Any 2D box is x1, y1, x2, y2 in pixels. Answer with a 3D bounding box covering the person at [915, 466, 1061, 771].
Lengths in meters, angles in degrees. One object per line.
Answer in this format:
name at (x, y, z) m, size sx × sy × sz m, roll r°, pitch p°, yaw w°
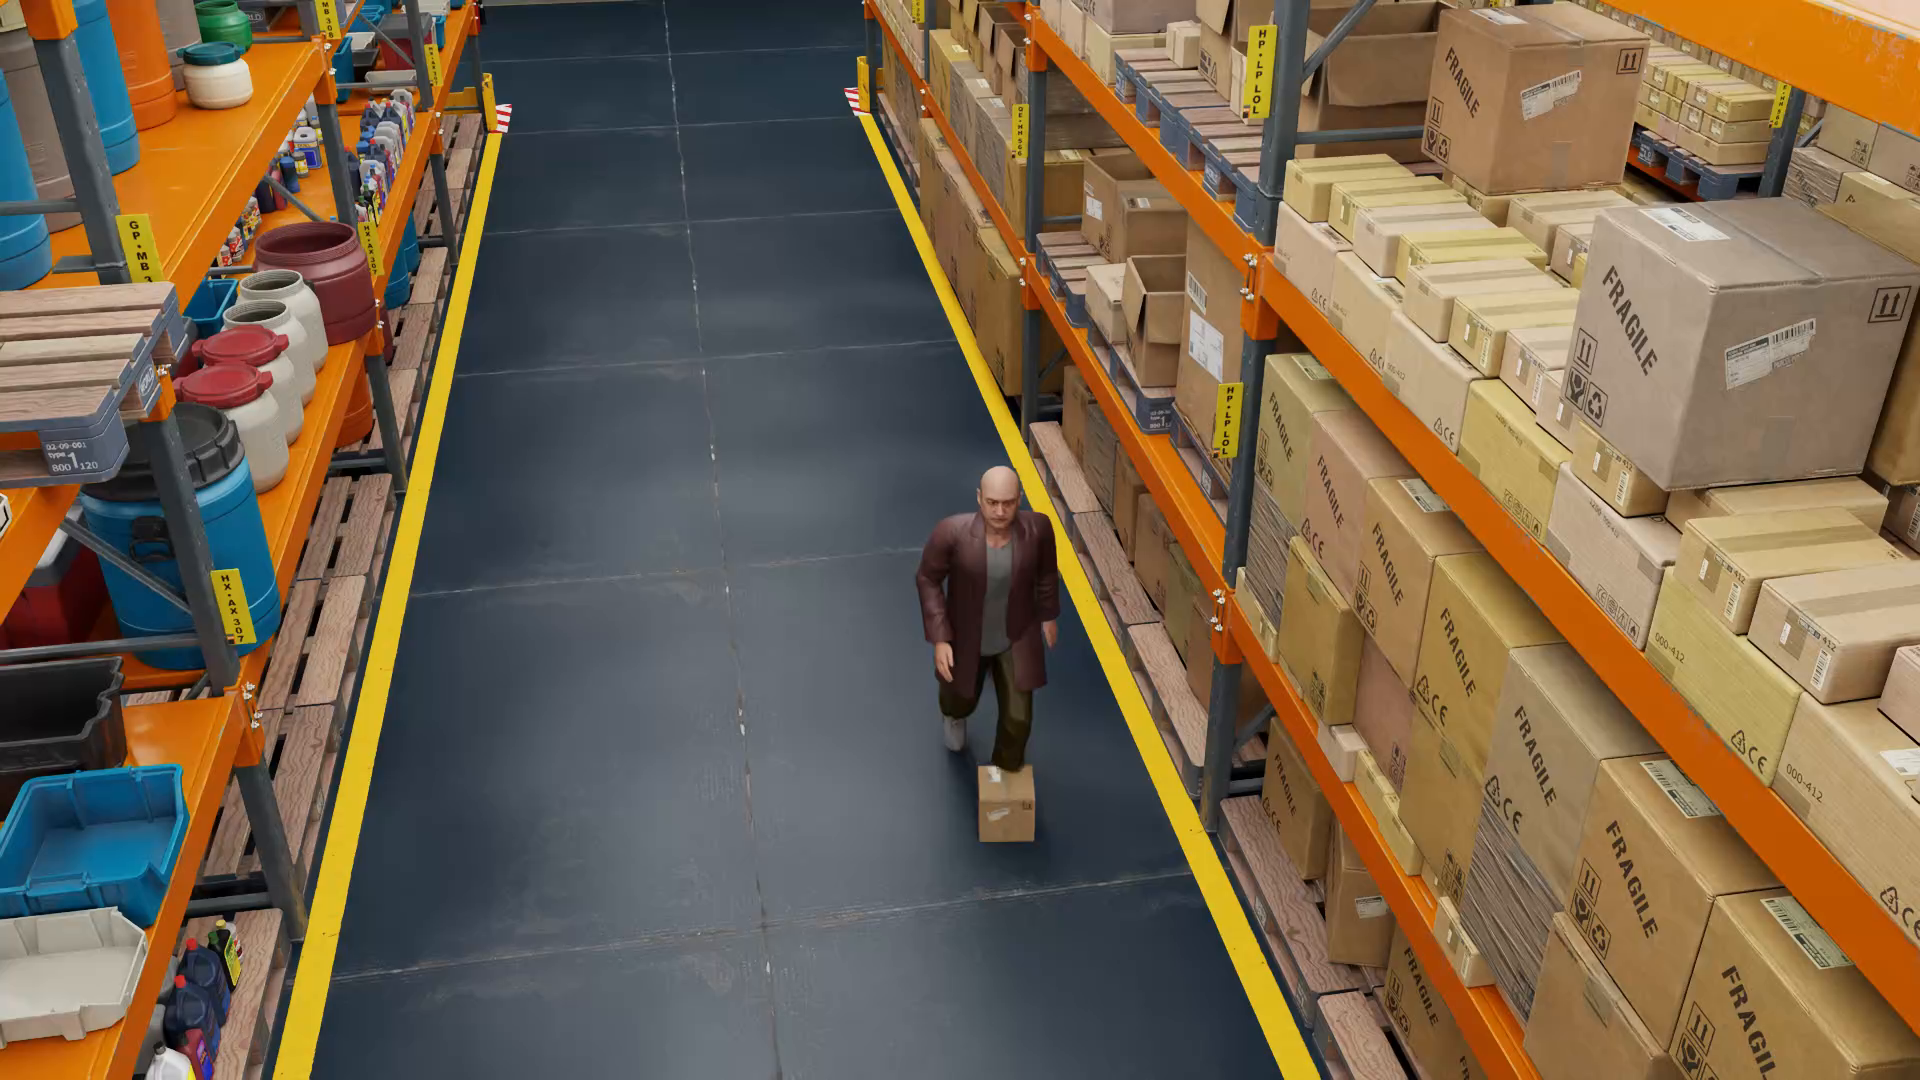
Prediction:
person at (0.128, 0.361, 7.544) m, size 0.657 × 1.728 × 0.859 m, roll -1°, pitch 30°, yaw -2°
